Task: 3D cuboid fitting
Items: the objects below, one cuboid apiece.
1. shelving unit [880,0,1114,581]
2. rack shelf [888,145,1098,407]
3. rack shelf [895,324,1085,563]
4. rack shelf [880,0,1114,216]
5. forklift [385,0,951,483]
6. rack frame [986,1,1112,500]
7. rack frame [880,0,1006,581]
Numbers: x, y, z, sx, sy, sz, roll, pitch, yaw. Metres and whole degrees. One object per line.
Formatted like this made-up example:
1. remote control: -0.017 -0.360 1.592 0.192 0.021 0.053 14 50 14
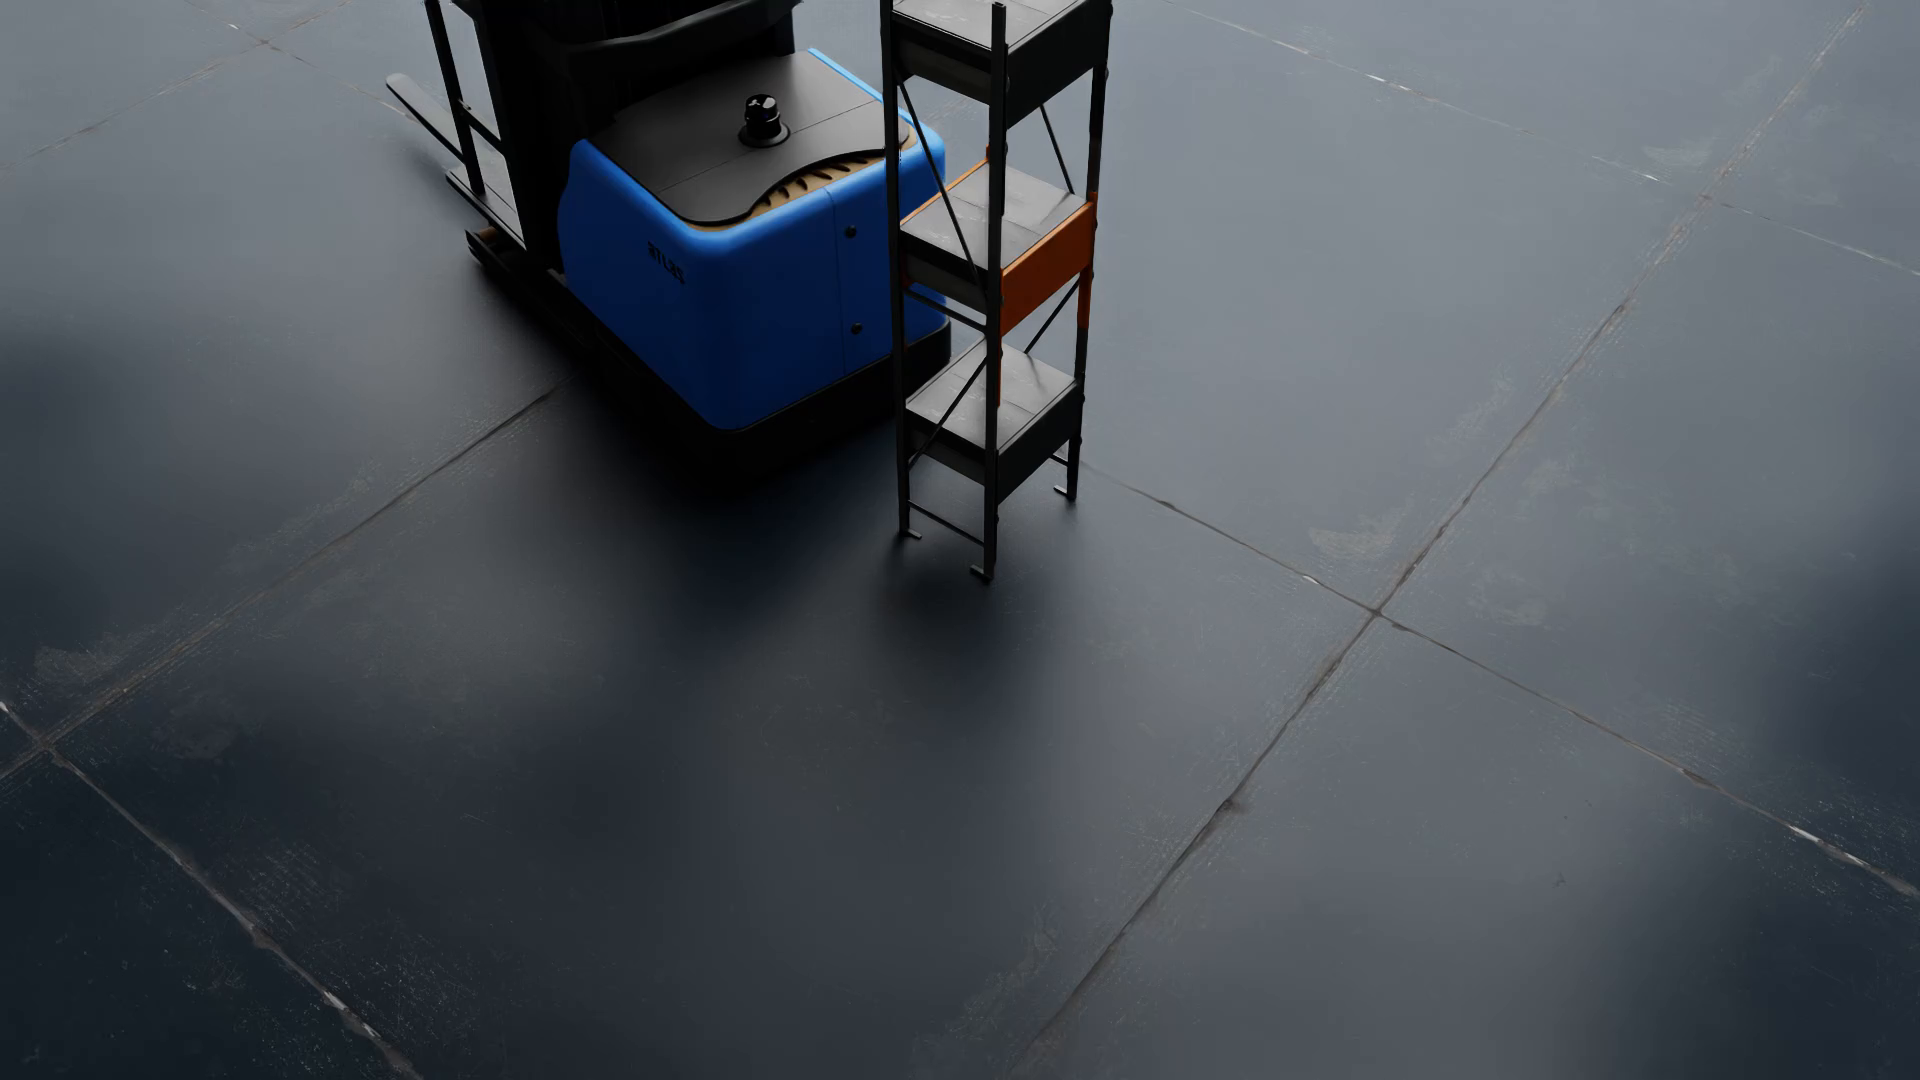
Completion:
1. shelving unit: 0.101 -0.820 5.081 0.431 2.100 0.503 29 53 25
2. rack shelf: 0.101 -0.811 5.091 0.431 0.518 0.480 29 53 25
3. rack shelf: 0.101 -0.327 5.597 0.431 0.518 0.480 29 53 25
4. rack shelf: 0.101 -1.294 4.585 0.431 0.518 0.480 29 53 25
5. forklift: -1.351 -2.219 5.843 1.130 2.935 3.031 -30 53 -26
6. rack frame: 0.250 -0.960 5.215 0.400 2.100 0.015 29 53 25
7. rack frame: -0.048 -0.680 4.948 0.400 2.100 0.015 29 53 25
